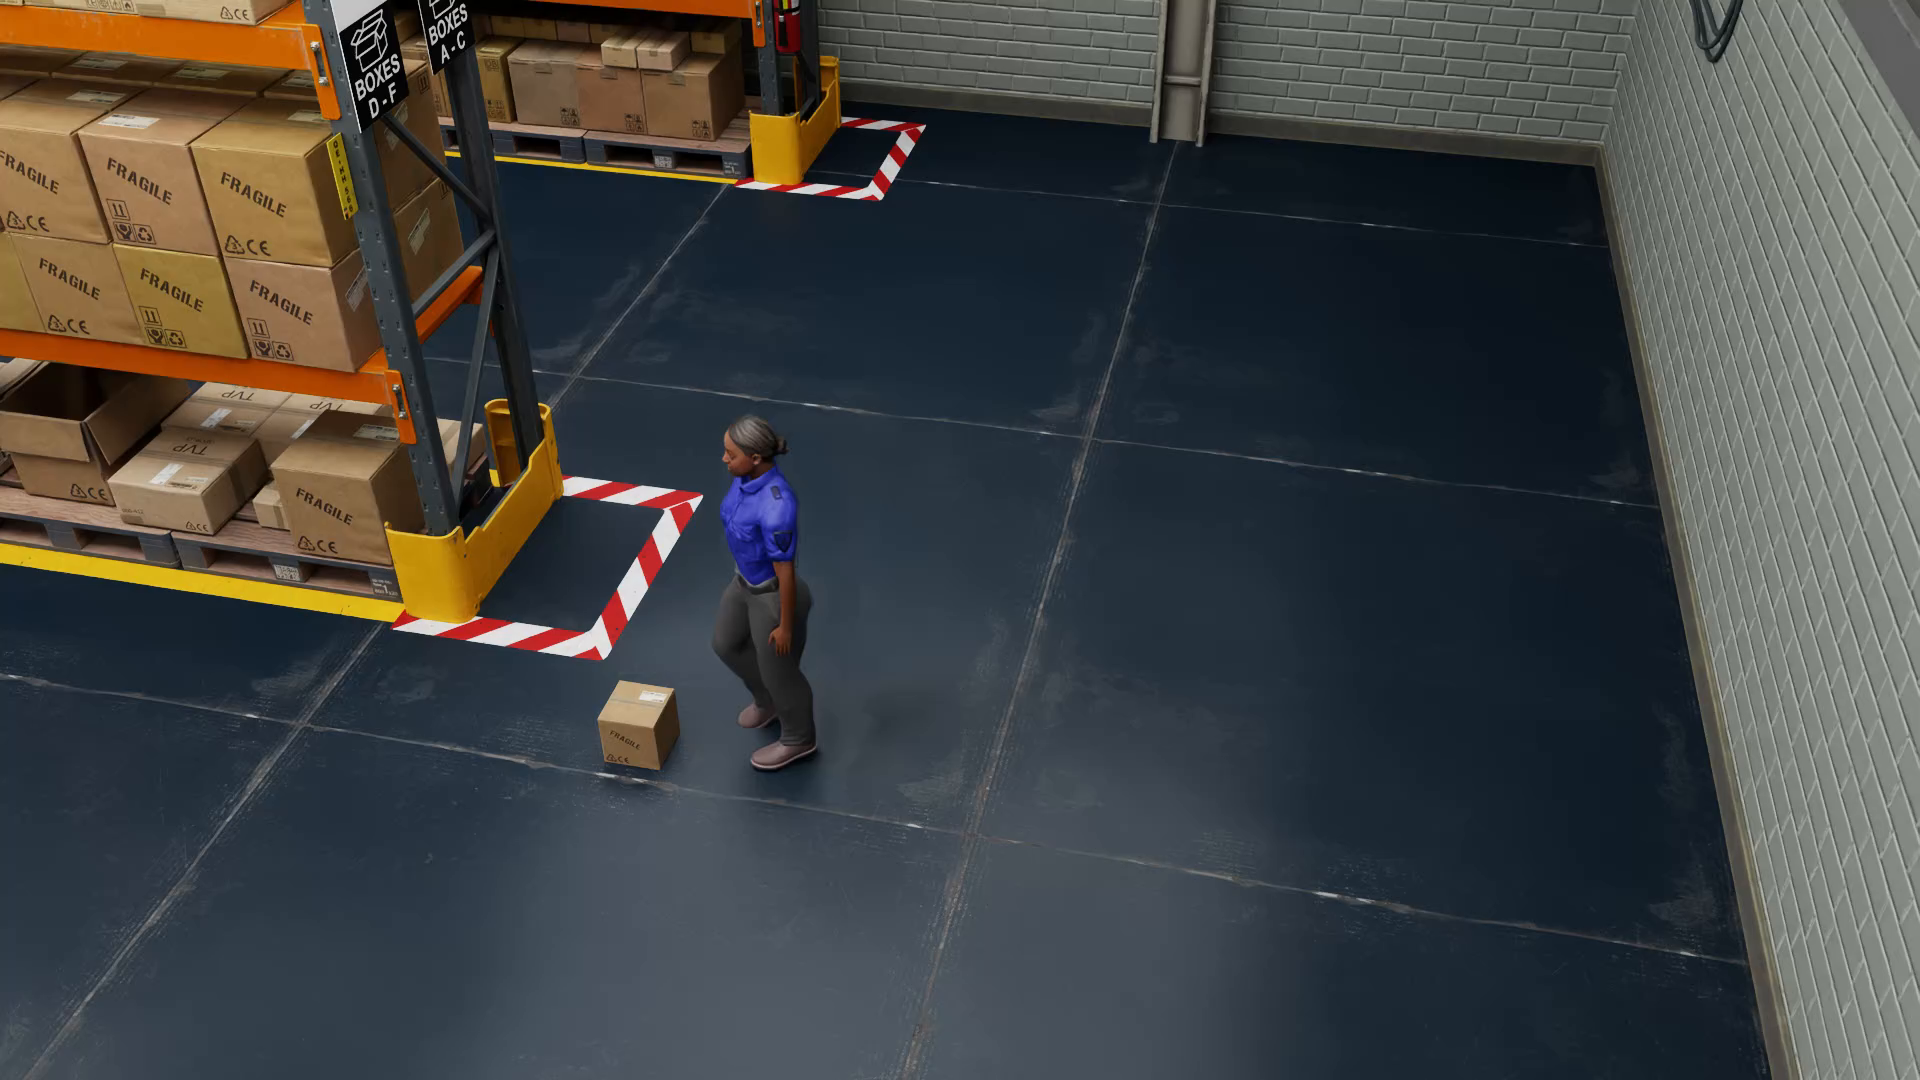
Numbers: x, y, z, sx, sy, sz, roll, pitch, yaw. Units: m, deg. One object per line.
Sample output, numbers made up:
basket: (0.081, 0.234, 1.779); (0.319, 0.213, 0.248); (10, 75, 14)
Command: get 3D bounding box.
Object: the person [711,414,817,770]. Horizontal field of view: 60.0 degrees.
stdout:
person: (-0.803, 0.238, 6.669); (0.374, 1.700, 0.510); (-14, 39, -18)
